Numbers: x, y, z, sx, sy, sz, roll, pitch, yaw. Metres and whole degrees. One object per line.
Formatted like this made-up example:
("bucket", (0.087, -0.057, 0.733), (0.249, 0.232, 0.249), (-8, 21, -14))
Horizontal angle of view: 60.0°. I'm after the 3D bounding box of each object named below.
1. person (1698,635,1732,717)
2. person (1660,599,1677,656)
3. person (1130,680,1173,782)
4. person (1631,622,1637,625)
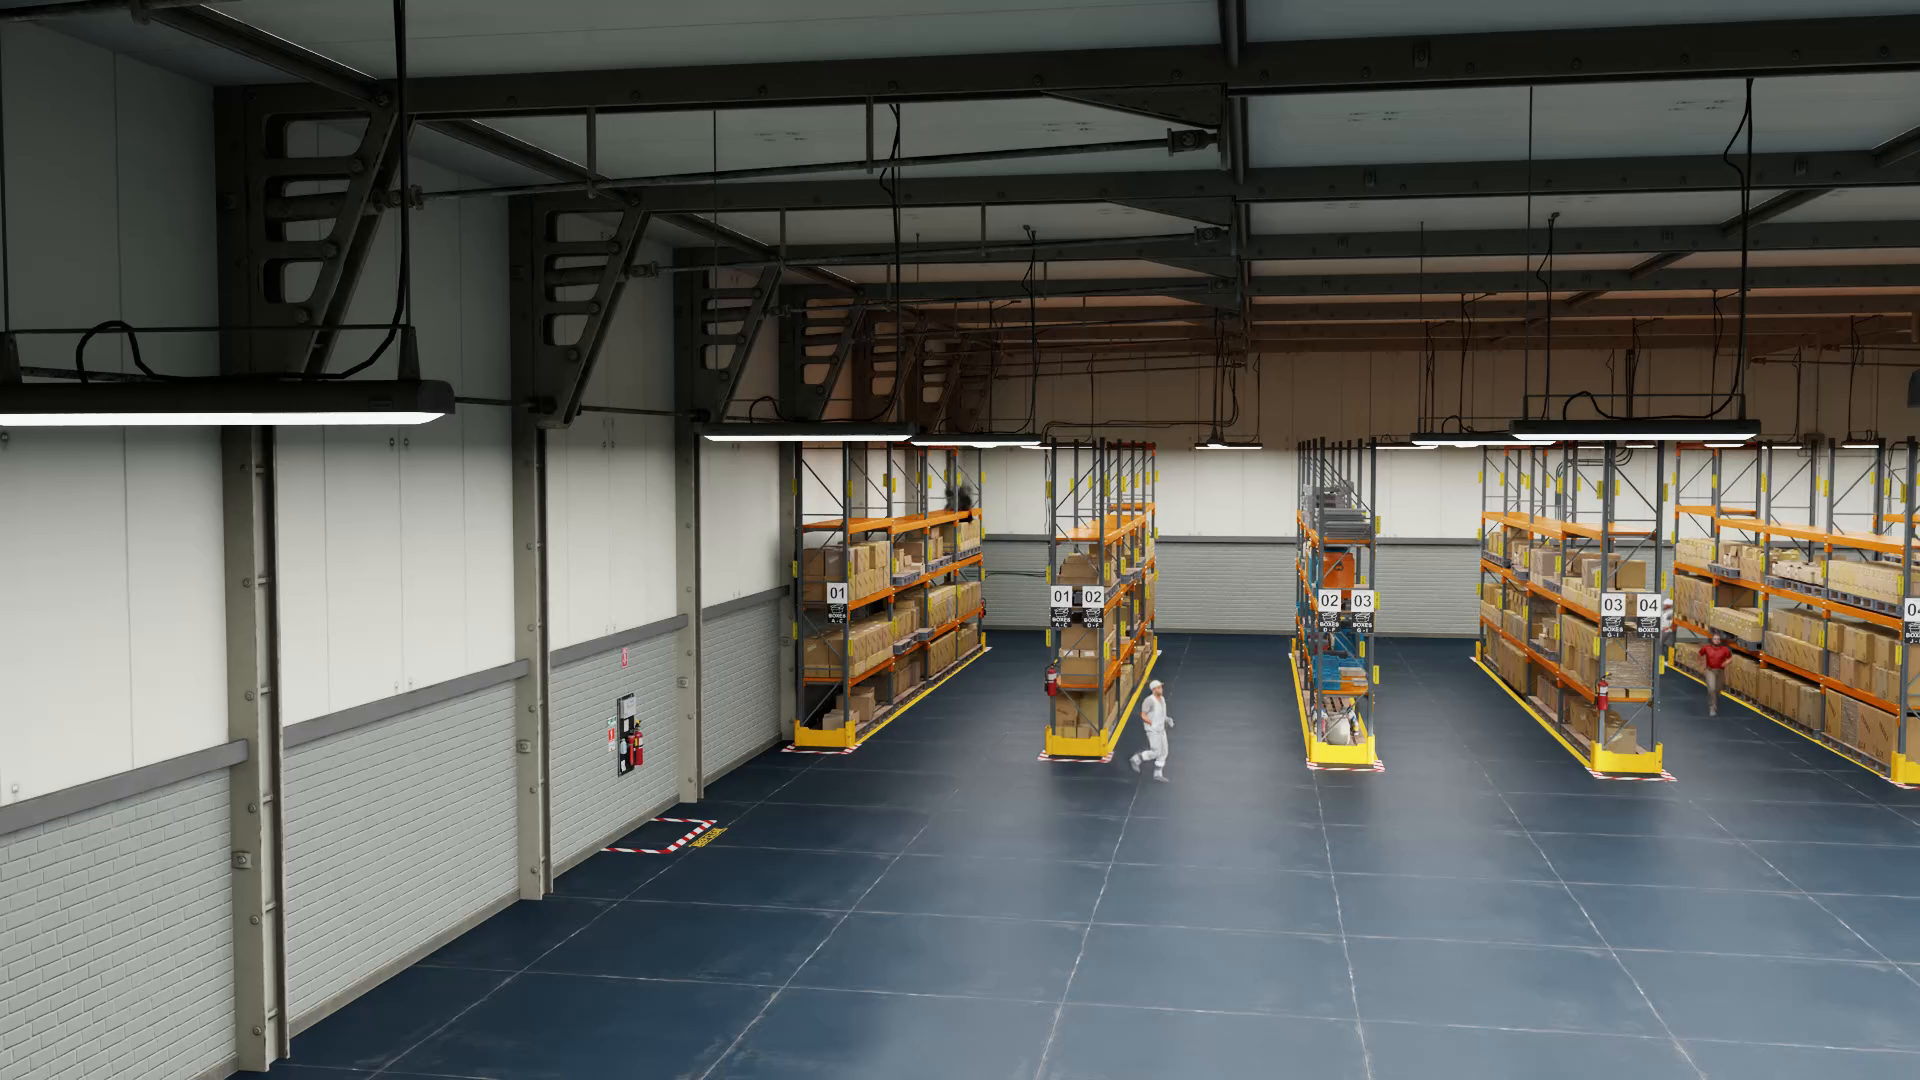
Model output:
("person", (16.505, 2.938, 36.322), (0.655, 1.756, 0.897), (1, 3, 12))
("person", (19.540, 2.457, 45.842), (0.745, 1.686, 0.715), (0, 3, -1))
("person", (3.367, 3.317, 29.051), (0.700, 1.765, 0.658), (2, 4, 37))
("person", (17.686, 2.555, 43.985), (0.730, 1.695, 0.532), (1, 3, 26))
